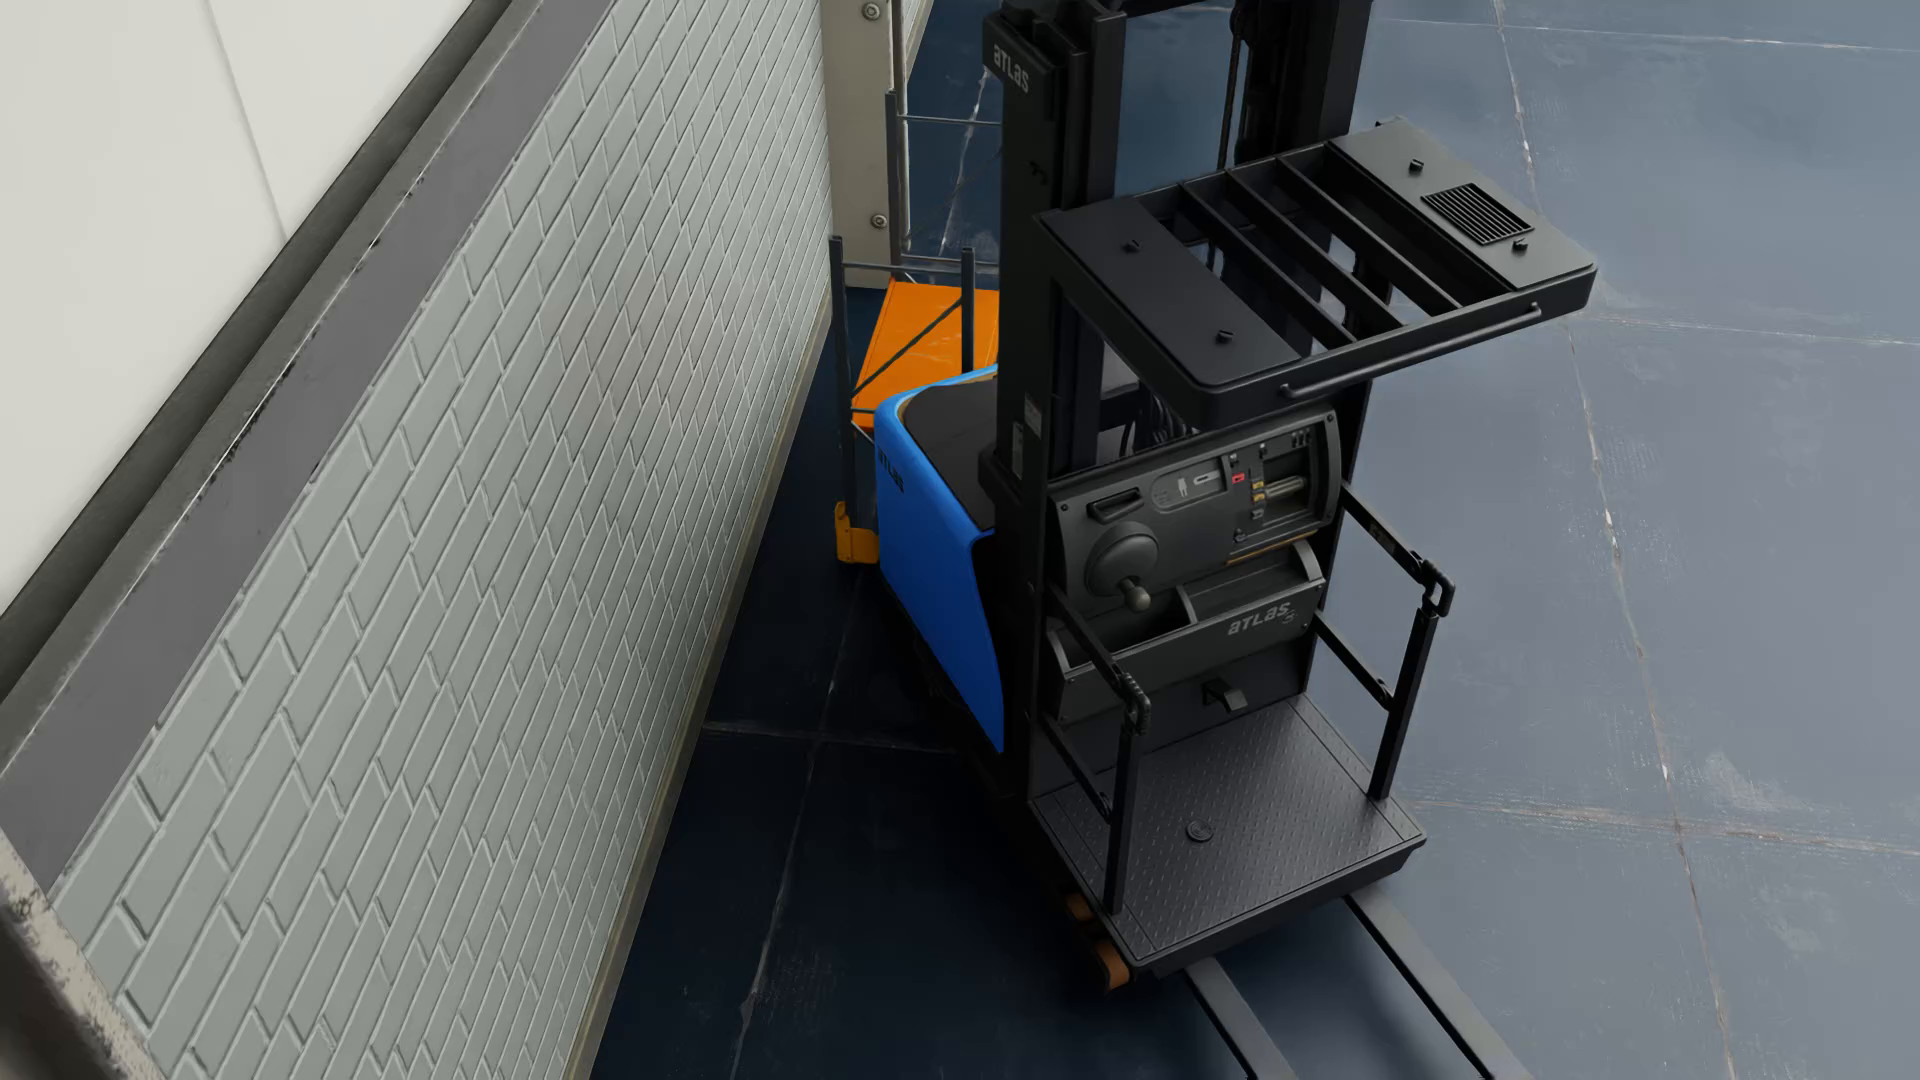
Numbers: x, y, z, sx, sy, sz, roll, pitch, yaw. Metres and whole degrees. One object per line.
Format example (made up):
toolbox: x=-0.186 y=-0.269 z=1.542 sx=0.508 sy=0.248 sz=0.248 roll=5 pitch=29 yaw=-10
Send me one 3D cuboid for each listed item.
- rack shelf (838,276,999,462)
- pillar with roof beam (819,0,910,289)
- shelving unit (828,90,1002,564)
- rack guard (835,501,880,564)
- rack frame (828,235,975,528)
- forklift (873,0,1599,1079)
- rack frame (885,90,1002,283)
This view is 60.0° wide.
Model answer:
rack shelf: x=-0.118 y=-0.674 z=6.632 sx=0.538 sy=0.185 sz=1.000 roll=6 pitch=44 yaw=7
pillar with roof beam: x=3.841 y=-4.232 z=4.674 sx=9.100 sy=9.000 sz=0.400 roll=5 pitch=44 yaw=6
shelving unit: x=-0.120 y=-0.798 z=6.502 sx=0.587 sy=1.500 sz=1.083 roll=6 pitch=44 yaw=7
rack guard: x=-0.197 y=-0.006 z=6.575 sx=0.587 sy=0.250 sz=0.087 roll=6 pitch=44 yaw=7
rack frame: x=-0.198 y=-0.459 z=6.144 sx=0.500 sy=1.500 sz=0.032 roll=6 pitch=44 yaw=7
forklift: x=0.788 y=0.000 z=4.618 sx=1.130 sy=2.935 sz=3.031 roll=-19 pitch=47 yaw=-19
rack frame: x=-0.039 y=-1.149 z=6.873 sx=0.500 sy=1.500 sz=0.032 roll=6 pitch=44 yaw=7
